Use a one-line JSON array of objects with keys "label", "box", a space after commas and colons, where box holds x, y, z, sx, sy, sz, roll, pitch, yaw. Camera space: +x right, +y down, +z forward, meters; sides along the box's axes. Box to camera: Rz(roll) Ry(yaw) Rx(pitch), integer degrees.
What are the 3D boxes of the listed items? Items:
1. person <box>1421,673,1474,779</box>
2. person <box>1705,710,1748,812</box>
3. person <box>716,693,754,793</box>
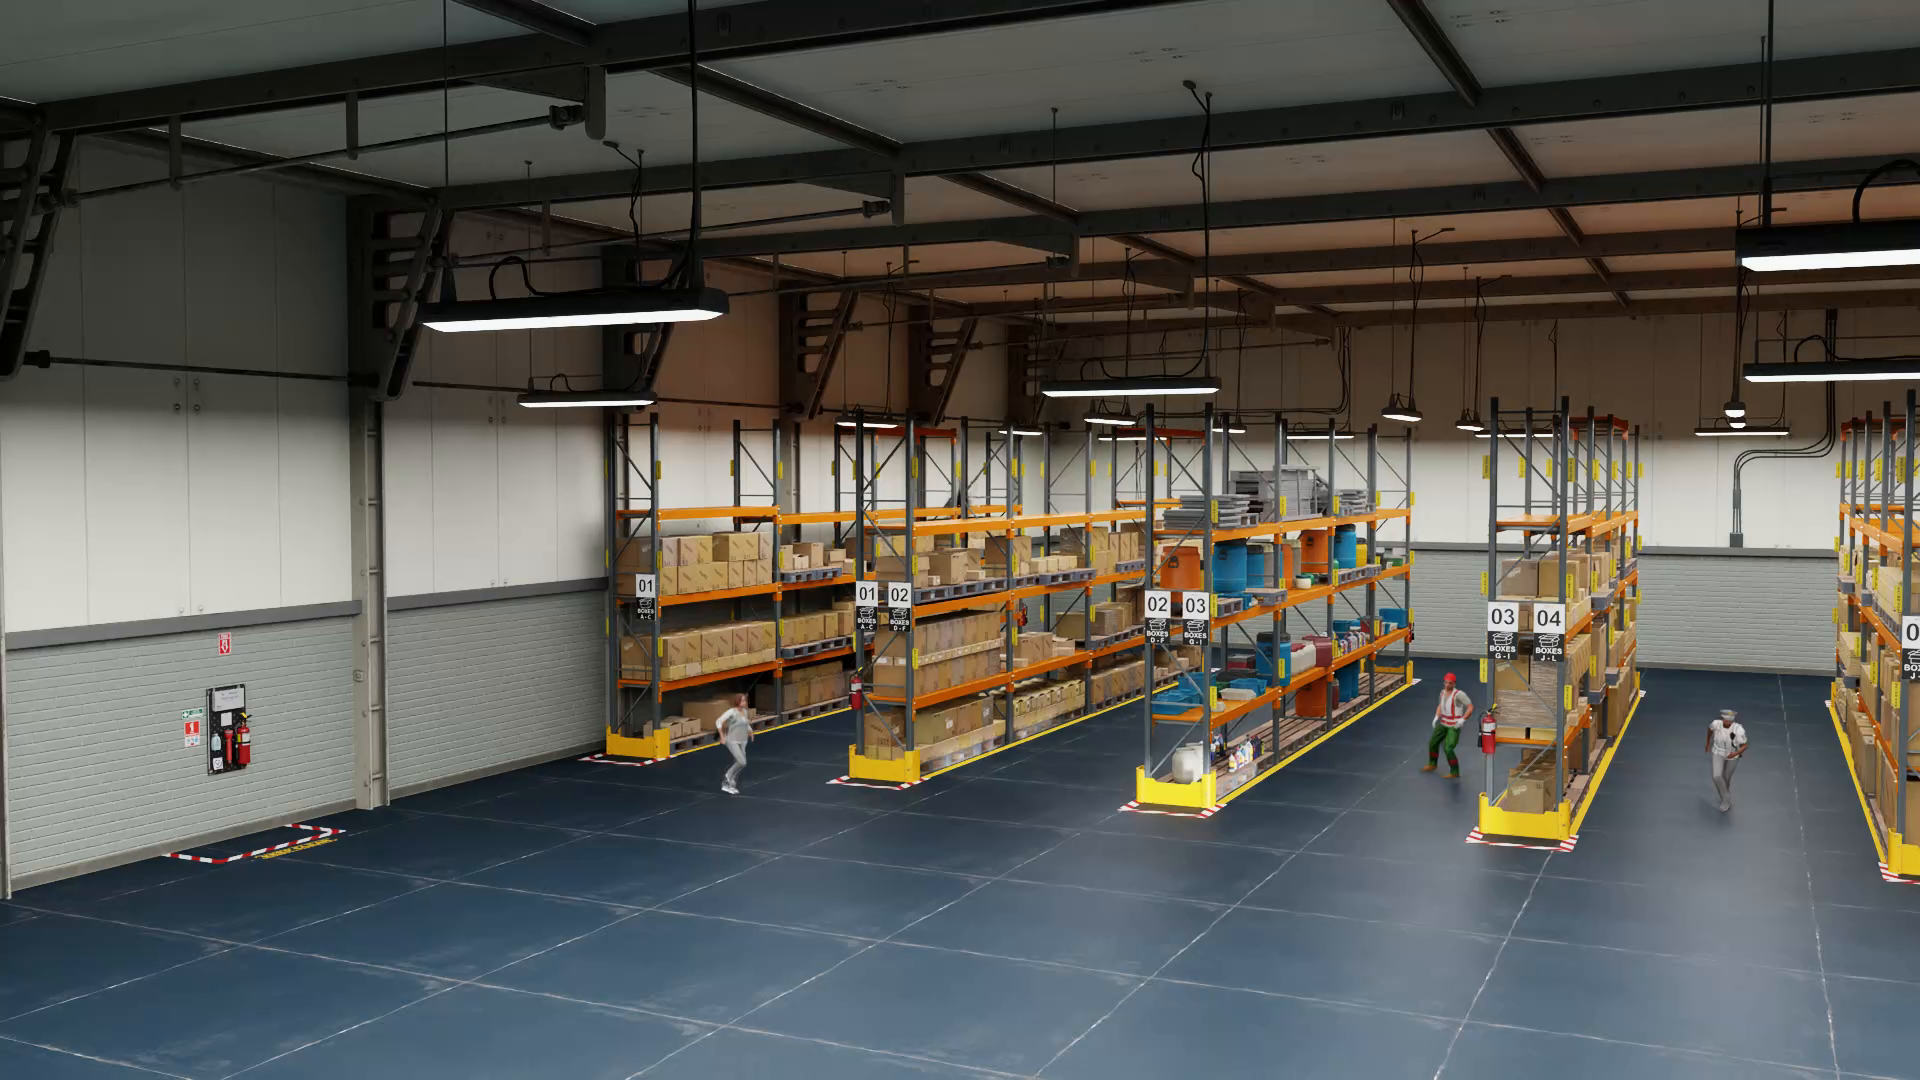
[{"label": "person", "box": [7.923, 3.011, 27.157, 0.454, 1.715, 0.970, -1, 3, -25]}, {"label": "person", "box": [11.337, 3.206, 24.596, 0.590, 1.499, 1.026, 1, 3, 27]}, {"label": "person", "box": [-3.474, 3.143, 25.654, 0.548, 1.556, 0.623, 2, 3, 41]}]
